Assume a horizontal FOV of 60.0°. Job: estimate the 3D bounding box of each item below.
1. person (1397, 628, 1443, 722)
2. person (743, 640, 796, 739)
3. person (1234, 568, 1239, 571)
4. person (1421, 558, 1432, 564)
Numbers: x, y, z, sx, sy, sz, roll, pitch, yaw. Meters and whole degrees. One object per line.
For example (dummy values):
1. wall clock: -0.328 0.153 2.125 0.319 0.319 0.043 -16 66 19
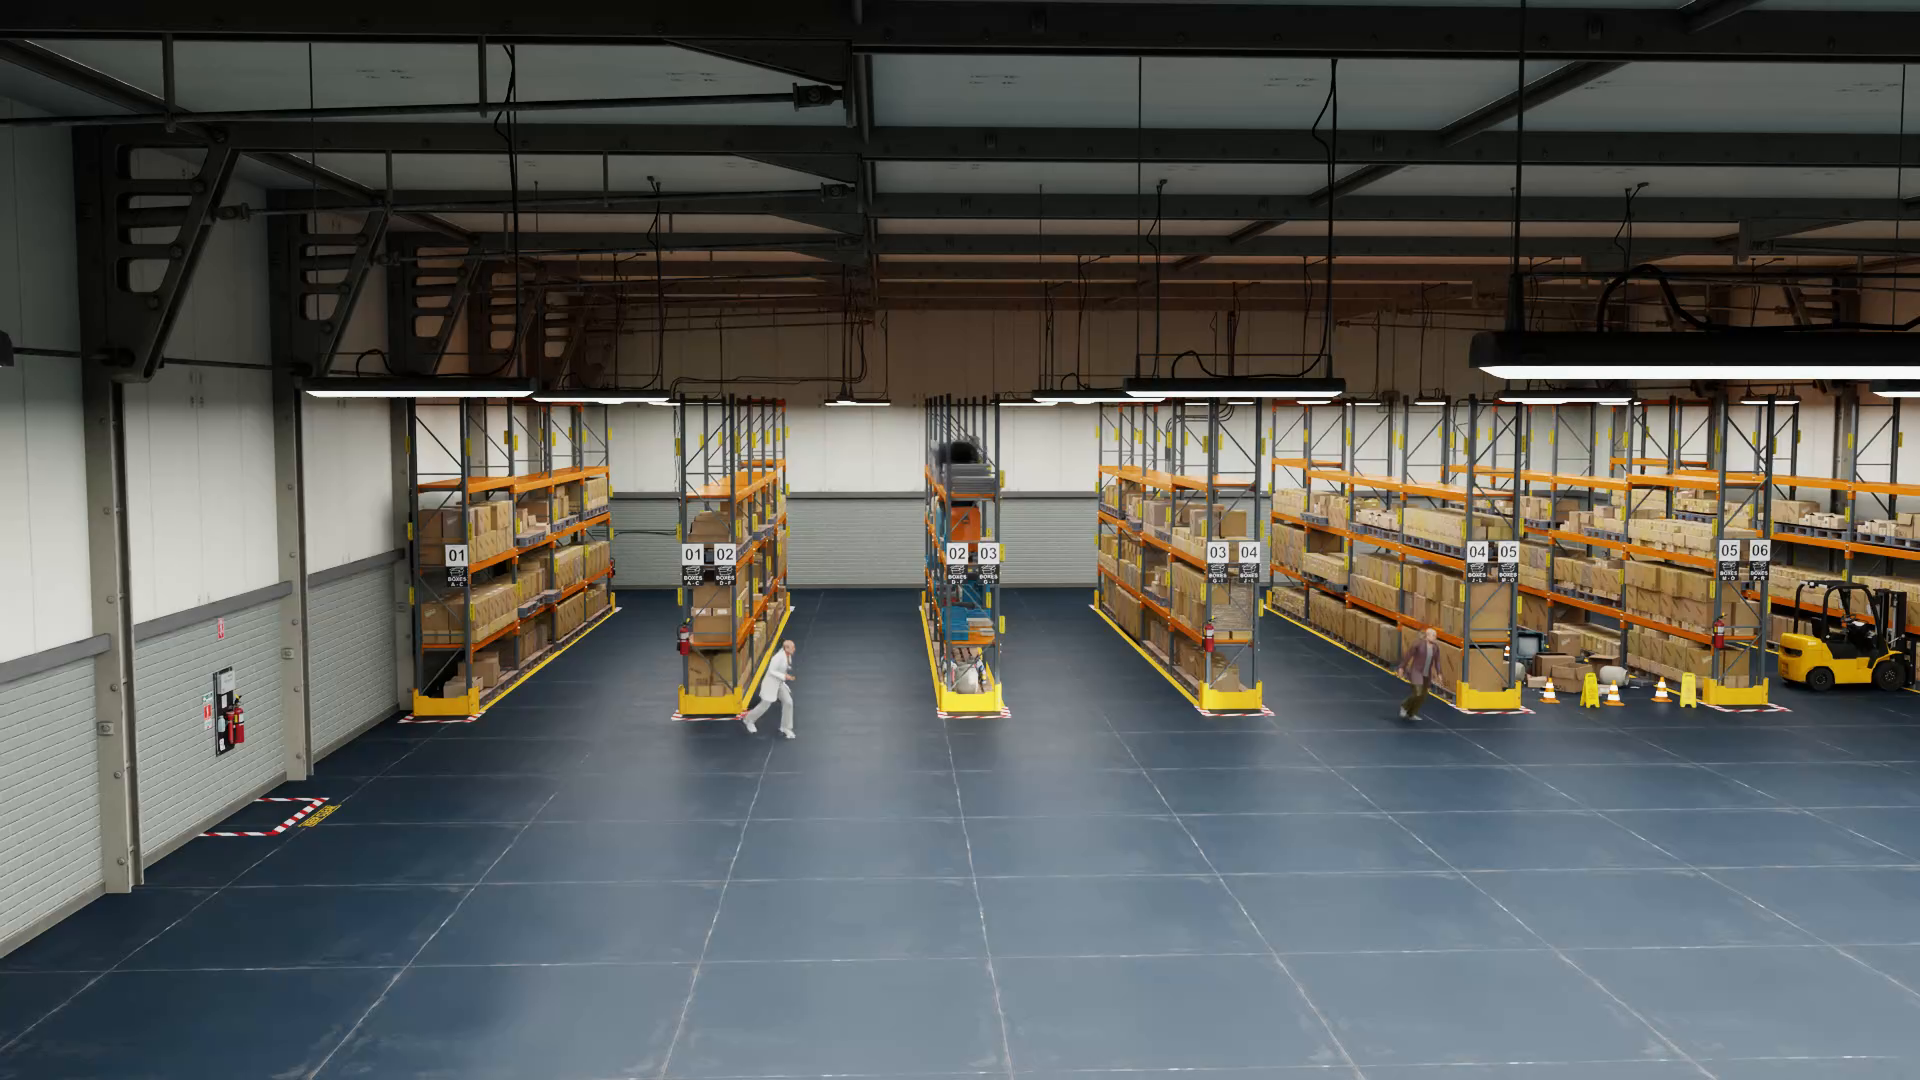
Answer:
1. person: 8.404 2.459 30.382 0.708 1.730 0.615 -2 5 -25
2. person: -3.329 2.602 29.077 1.061 1.748 0.745 2 5 20
3. person: 7.759 1.335 46.510 0.539 1.477 0.859 1 5 11
4. person: 13.875 1.026 49.342 0.675 1.669 0.567 0 5 3
